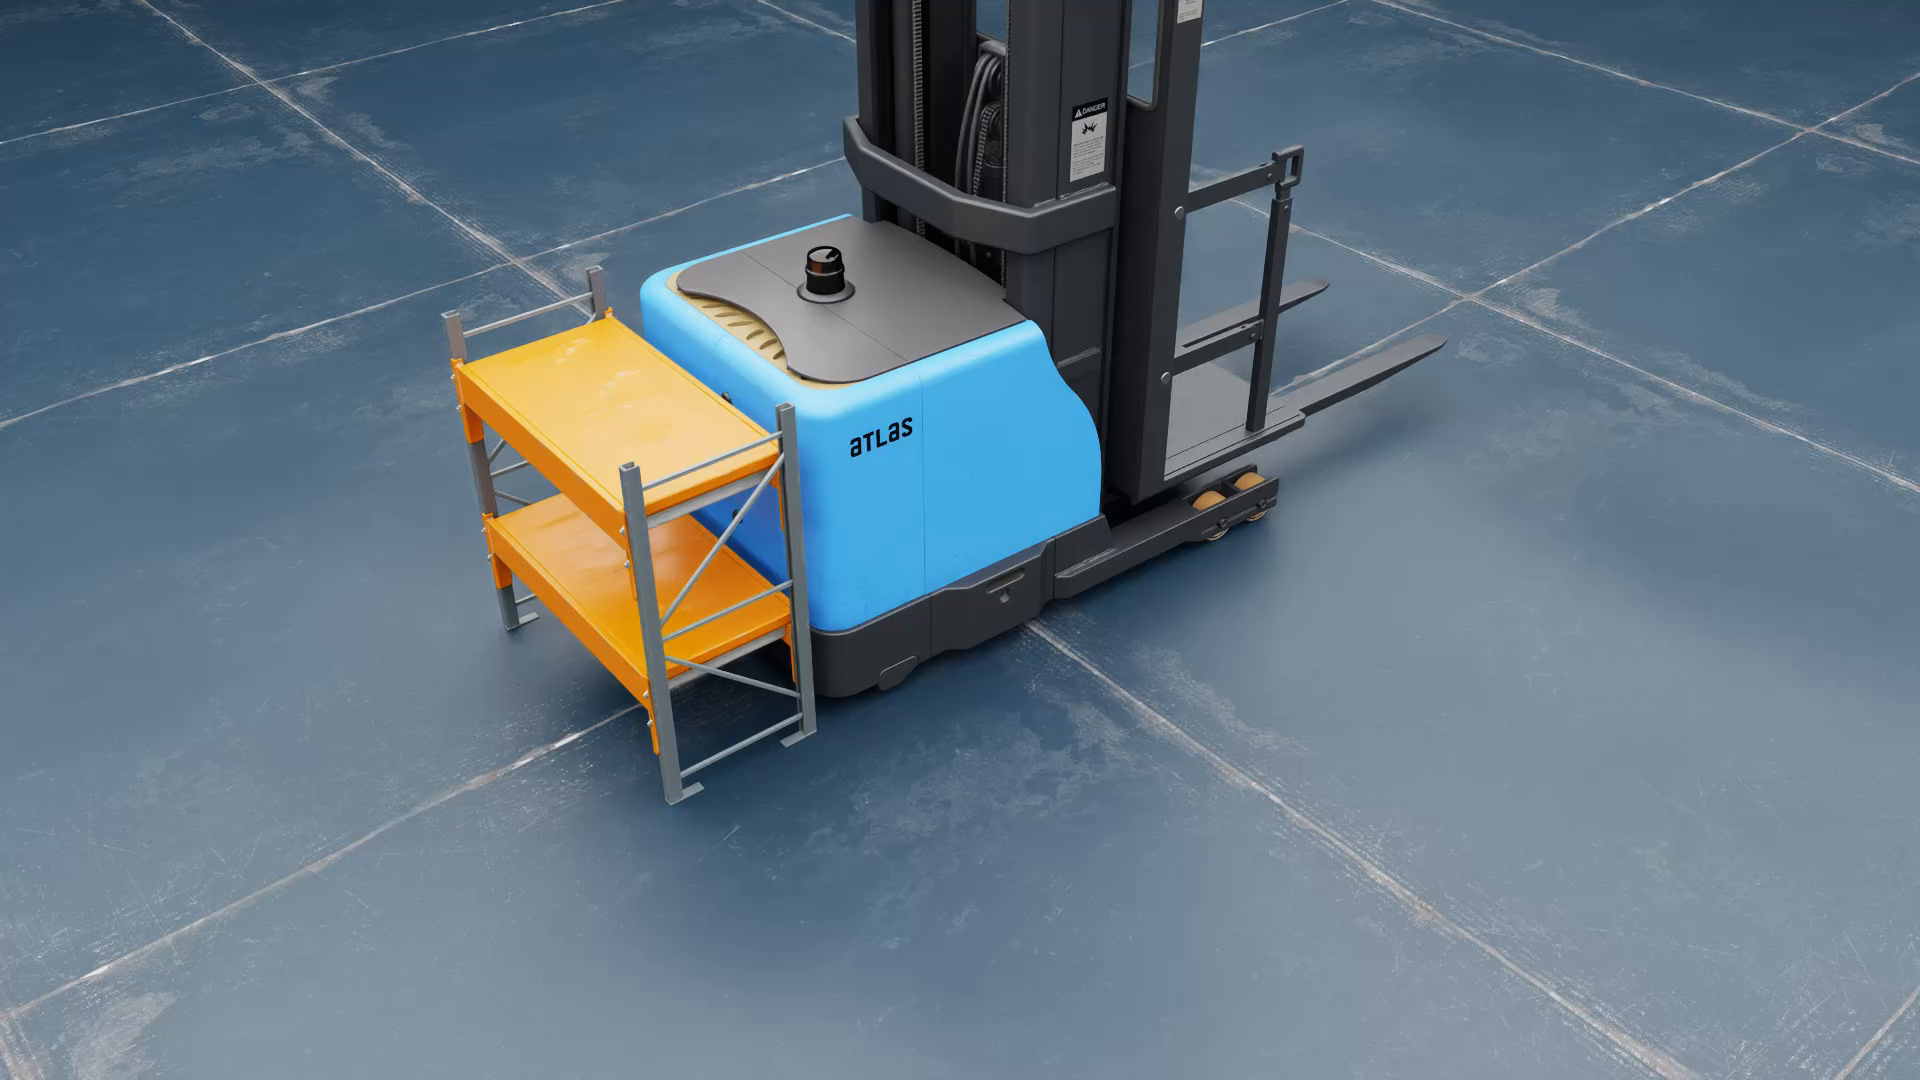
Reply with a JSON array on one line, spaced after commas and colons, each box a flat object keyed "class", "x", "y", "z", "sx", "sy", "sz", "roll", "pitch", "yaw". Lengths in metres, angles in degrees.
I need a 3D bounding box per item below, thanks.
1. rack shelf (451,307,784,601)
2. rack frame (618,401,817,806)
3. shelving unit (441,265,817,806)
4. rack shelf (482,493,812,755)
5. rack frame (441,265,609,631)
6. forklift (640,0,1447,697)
[{"class": "rack shelf", "x": -0.948, "y": -0.273, "z": 4.656, "sx": 0.538, "sy": 0.278, "sz": 1.000, "roll": -25, "pitch": 42, "yaw": -31}, {"class": "rack frame", "x": -0.630, "y": 0.195, "z": 4.501, "sx": 0.500, "sy": 1.125, "sz": 0.032, "roll": -25, "pitch": 42, "yaw": -31}, {"class": "shelving unit", "x": -0.948, "y": -0.034, "z": 4.825, "sx": 0.538, "sy": 1.125, "sz": 1.048, "roll": -25, "pitch": 42, "yaw": -31}, {"class": "rack shelf", "x": -0.948, "y": 0.165, "z": 4.966, "sx": 0.538, "sy": 0.278, "sz": 1.000, "roll": -25, "pitch": 42, "yaw": -31}, {"class": "rack frame", "x": -1.265, "y": -0.264, "z": 5.149, "sx": 0.500, "sy": 1.125, "sz": 0.032, "roll": -25, "pitch": 42, "yaw": -31}, {"class": "forklift", "x": 0.494, "y": -1.415, "z": 5.212, "sx": 3.031, "sy": 2.935, "sz": 1.130, "roll": -24, "pitch": 42, "yaw": -30}]
